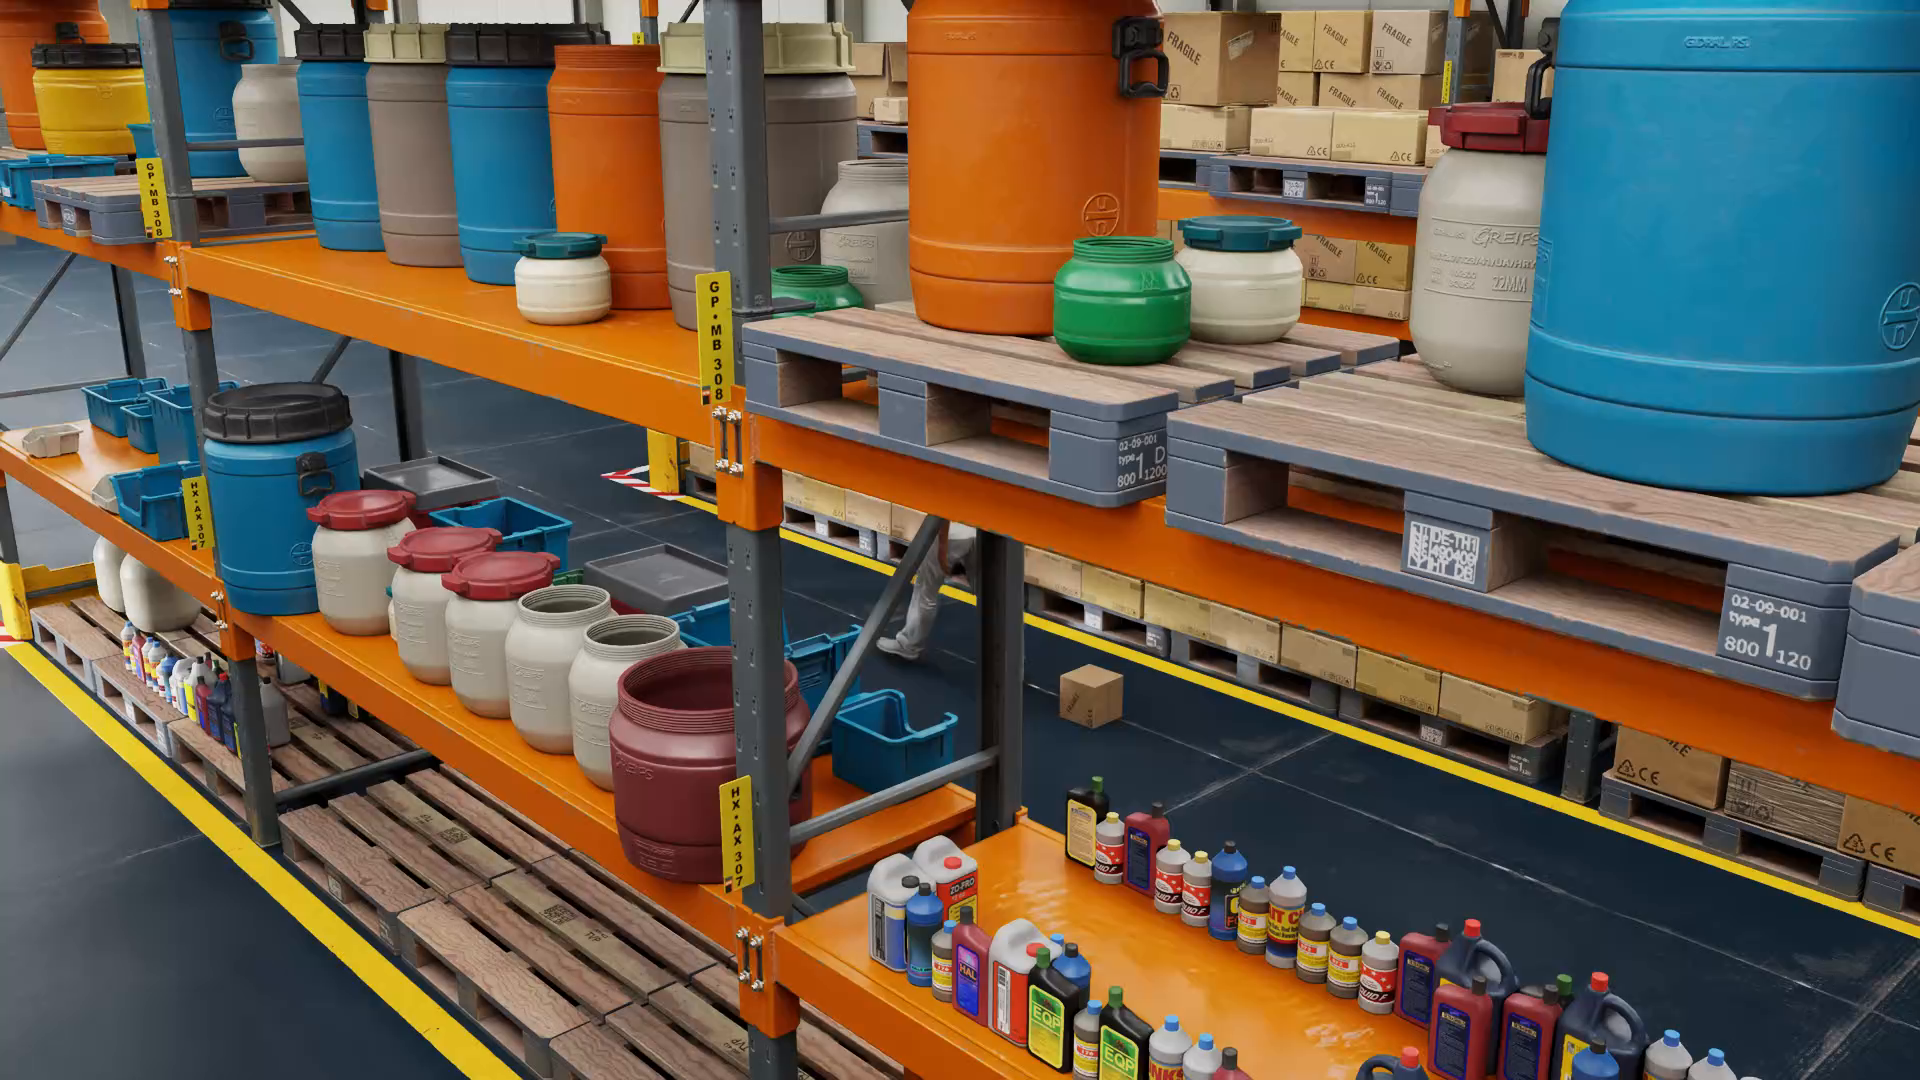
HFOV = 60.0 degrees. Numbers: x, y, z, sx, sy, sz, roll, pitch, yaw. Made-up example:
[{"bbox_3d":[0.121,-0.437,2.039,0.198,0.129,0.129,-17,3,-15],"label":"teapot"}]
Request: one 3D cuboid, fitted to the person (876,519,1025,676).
[{"bbox_3d":[-0.027,-0.073,9.737,0.577,1.712,1.027,-16,23,-42],"label":"person"}]
